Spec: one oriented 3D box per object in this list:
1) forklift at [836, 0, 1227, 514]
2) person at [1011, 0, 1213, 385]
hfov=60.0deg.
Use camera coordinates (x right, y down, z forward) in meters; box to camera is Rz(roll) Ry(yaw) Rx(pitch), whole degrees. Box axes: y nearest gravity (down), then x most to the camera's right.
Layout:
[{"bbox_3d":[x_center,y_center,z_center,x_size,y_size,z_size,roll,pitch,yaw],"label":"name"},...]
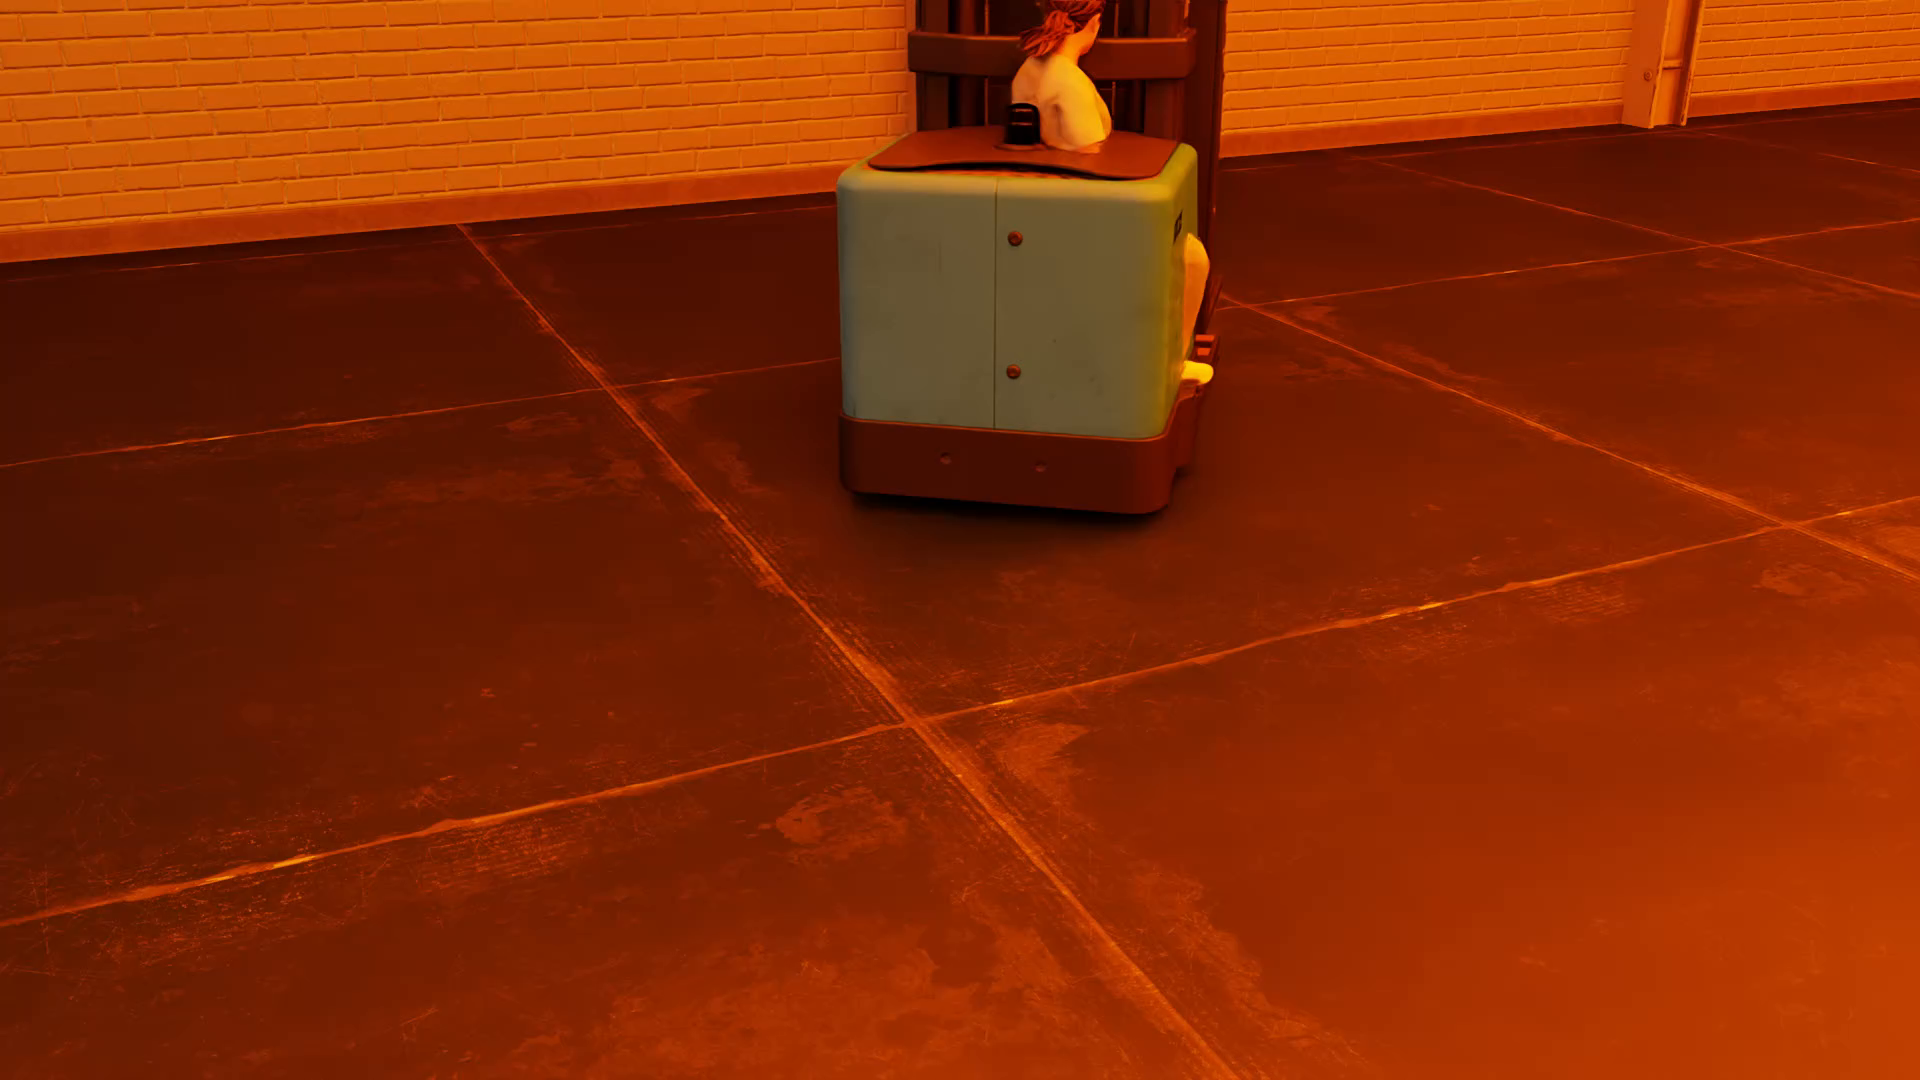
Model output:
[{"bbox_3d":[0.437,-1.968,6.024,1.130,2.935,3.031,5,23,12],"label":"forklift"},{"bbox_3d":[0.452,-1.053,5.470,0.755,1.574,0.661,-9,24,-21],"label":"person"}]
